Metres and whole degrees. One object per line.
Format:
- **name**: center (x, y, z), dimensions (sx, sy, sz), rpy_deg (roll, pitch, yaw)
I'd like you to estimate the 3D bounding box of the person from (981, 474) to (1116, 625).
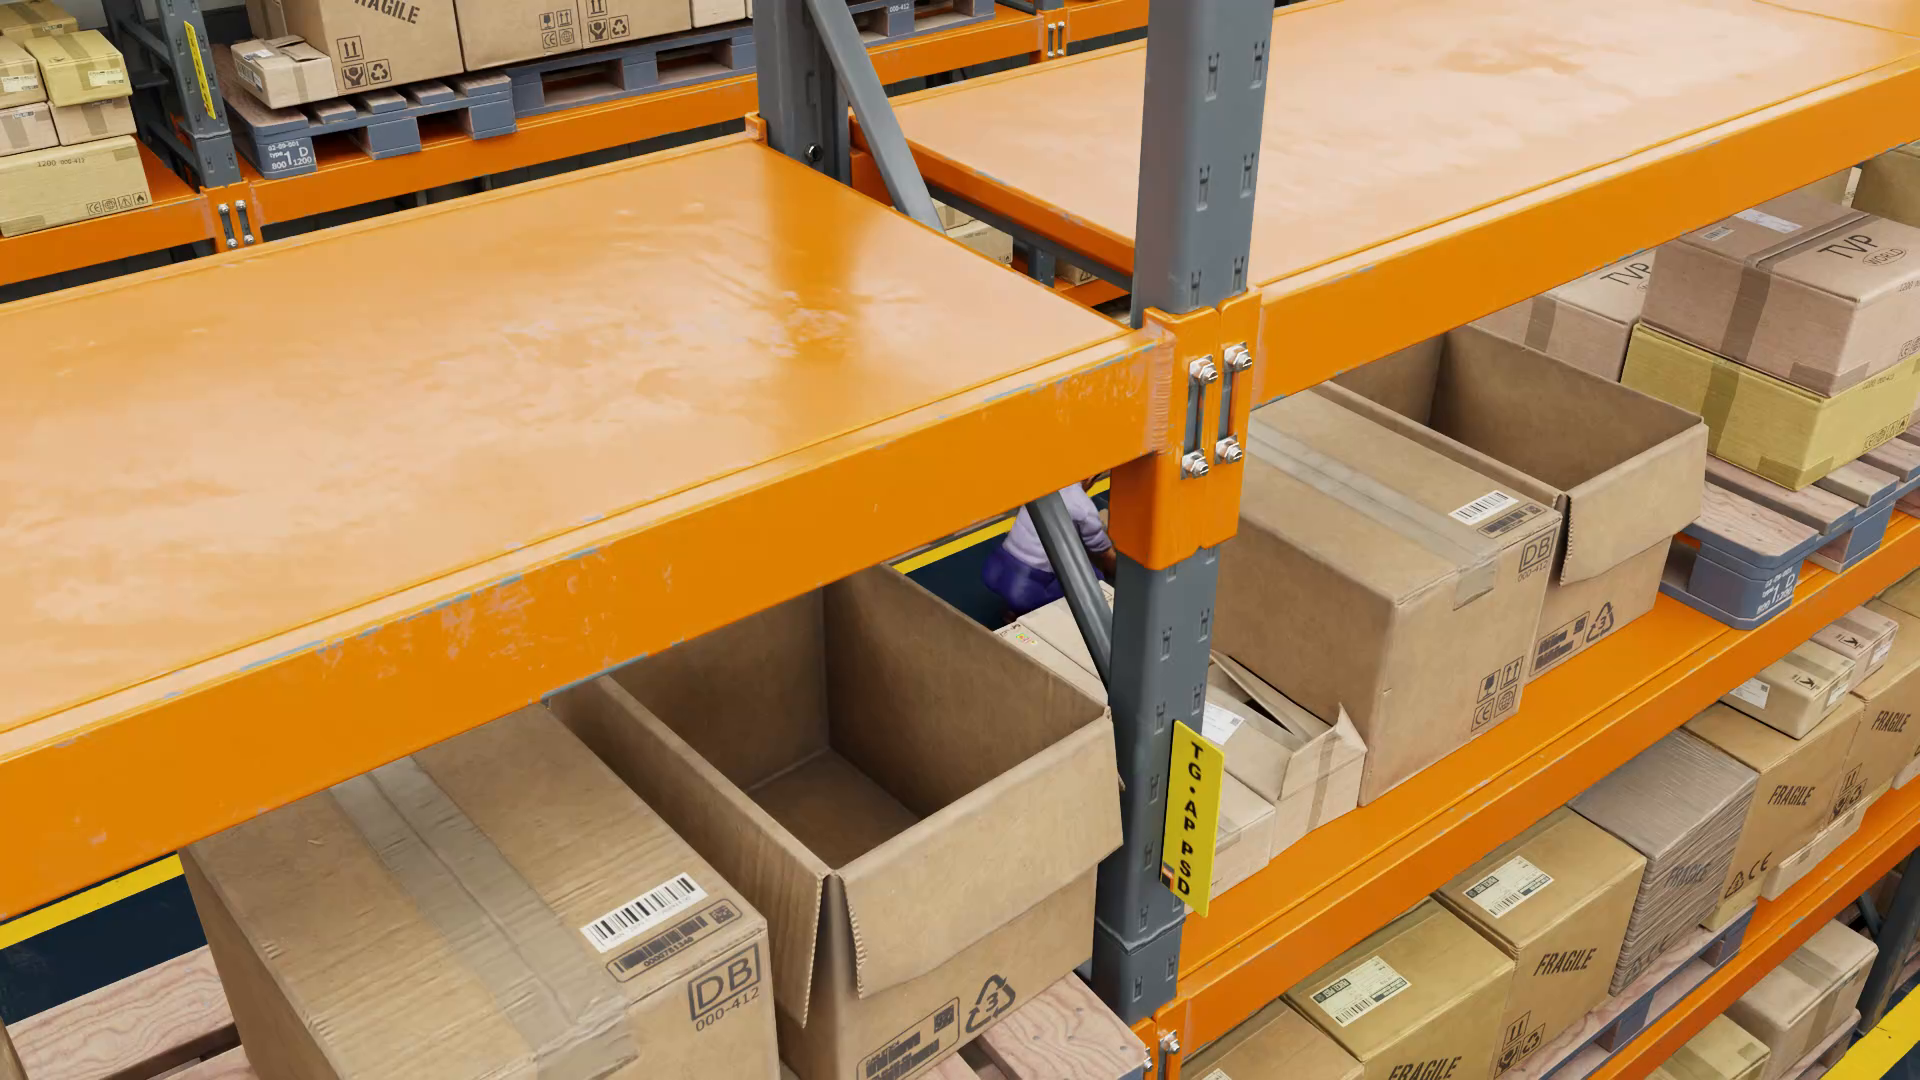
- **person**: center (0.487, 0.034, 8.438), dimensions (0.818, 0.929, 0.519), rpy_deg (-22, 39, -31)
